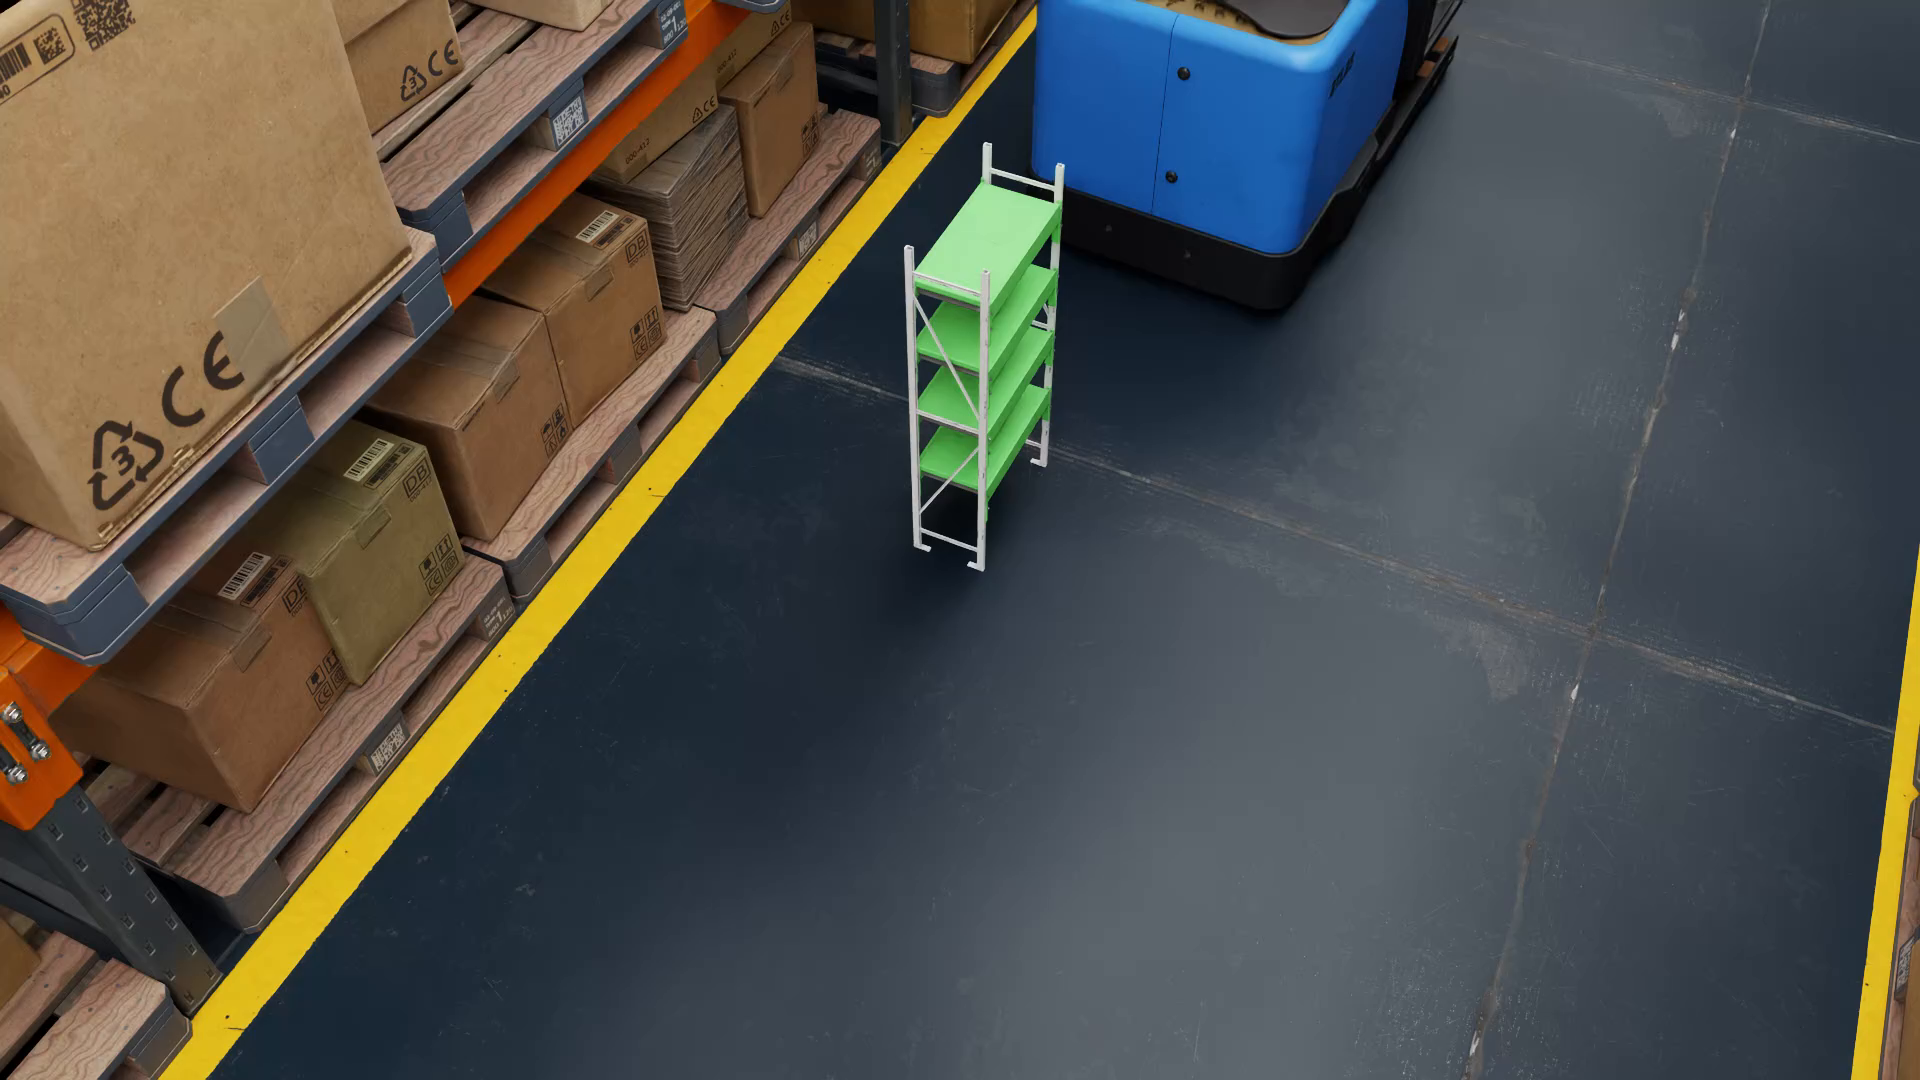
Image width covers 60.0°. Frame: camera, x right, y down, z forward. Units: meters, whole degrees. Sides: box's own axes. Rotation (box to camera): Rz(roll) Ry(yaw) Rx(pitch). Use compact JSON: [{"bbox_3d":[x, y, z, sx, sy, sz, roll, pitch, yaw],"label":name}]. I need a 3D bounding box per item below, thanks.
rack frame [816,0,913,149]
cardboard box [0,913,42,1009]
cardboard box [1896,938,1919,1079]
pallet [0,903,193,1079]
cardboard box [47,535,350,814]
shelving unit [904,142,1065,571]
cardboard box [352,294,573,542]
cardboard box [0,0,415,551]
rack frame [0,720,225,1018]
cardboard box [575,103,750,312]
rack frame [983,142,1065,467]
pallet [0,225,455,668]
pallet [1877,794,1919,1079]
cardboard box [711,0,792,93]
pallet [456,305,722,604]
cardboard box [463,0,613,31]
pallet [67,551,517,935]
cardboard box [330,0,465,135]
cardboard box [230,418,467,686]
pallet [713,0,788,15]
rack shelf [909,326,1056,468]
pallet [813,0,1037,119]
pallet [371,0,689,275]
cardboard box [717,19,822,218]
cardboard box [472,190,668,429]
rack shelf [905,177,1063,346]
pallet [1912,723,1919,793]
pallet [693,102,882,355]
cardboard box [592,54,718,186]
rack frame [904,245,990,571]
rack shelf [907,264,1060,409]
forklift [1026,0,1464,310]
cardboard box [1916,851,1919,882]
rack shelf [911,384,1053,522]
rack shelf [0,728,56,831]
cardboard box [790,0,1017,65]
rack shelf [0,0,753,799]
[{"bbox_3d":[-0.666,-2.719,5.594,1.000,3.000,0.127,20,52,16],"label":"rack frame"},{"bbox_3d":[-2.582,0.971,3.819,0.500,0.500,0.500,18,52,15],"label":"cardboard box"},{"bbox_3d":[2.666,1.192,3.468,1.050,0.750,0.750,20,52,16],"label":"cardboard box"},{"bbox_3d":[-2.630,1.413,3.909,1.003,0.211,1.213,20,52,16],"label":"pallet"},{"bbox_3d":[-2.093,0.287,4.389,0.700,0.500,0.500,16,52,13],"label":"cardboard box"},{"bbox_3d":[0.071,-0.503,4.890,0.258,1.200,0.503,20,52,16],"label":"shelving unit"},{"bbox_3d":[-1.634,-0.421,4.991,0.700,0.500,0.500,16,51,13],"label":"cardboard box"},{"bbox_3d":[-1.909,-0.797,3.289,1.000,1.000,1.000,20,53,16],"label":"cardboard box"},{"bbox_3d":[-2.375,0.035,3.251,1.000,3.000,0.127,20,52,16],"label":"rack frame"},{"bbox_3d":[-1.160,-1.198,5.652,0.700,0.500,0.500,16,51,13],"label":"cardboard box"},{"bbox_3d":[0.175,-0.671,5.033,0.240,1.200,0.015,20,52,16],"label":"rack frame"},{"bbox_3d":[-1.917,-0.382,3.731,1.003,0.211,1.213,20,52,16],"label":"pallet"},{"bbox_3d":[2.848,1.223,4.071,1.003,0.211,1.213,20,52,16],"label":"pallet"},{"bbox_3d":[-0.925,-1.824,5.692,0.500,0.250,0.500,22,53,18],"label":"cardboard box"},{"bbox_3d":[-1.524,-0.441,5.487,1.003,0.211,1.213,20,52,16],"label":"pallet"},{"bbox_3d":[-1.134,-1.576,4.434,0.396,0.266,0.258,18,52,15],"label":"cardboard box"},{"bbox_3d":[-2.044,0.402,4.769,1.003,0.211,1.213,20,52,16],"label":"pallet"},{"bbox_3d":[-1.718,-1.358,4.093,0.797,0.503,0.637,25,54,20],"label":"cardboard box"},{"bbox_3d":[-1.872,-0.036,4.663,0.700,0.500,0.500,20,52,16],"label":"cardboard box"},{"bbox_3d":[-0.874,-2.132,5.220,1.213,0.211,1.003,20,52,16],"label":"pallet"},{"bbox_3d":[0.071,-0.461,4.939,0.258,0.148,0.480,20,52,16],"label":"rack shelf"},{"bbox_3d":[-0.261,-2.334,7.098,1.003,0.211,1.213,20,52,16],"label":"pallet"},{"bbox_3d":[-1.475,-1.281,4.496,1.003,0.211,1.213,20,52,16],"label":"pallet"},{"bbox_3d":[-0.934,-1.584,5.981,0.700,0.500,0.500,17,52,14],"label":"cardboard box"},{"bbox_3d":[-1.395,-0.805,5.318,0.700,0.500,0.500,24,54,19],"label":"cardboard box"},{"bbox_3d":[0.071,-0.772,4.573,0.258,0.148,0.480,20,52,16],"label":"rack shelf"},{"bbox_3d":[3.370,0.386,4.783,1.003,0.211,1.213,20,52,16],"label":"pallet"},{"bbox_3d":[-1.001,-1.278,6.199,1.003,0.211,1.213,20,52,16],"label":"pallet"},{"bbox_3d":[-1.142,-1.455,5.379,0.500,0.250,0.500,25,54,20],"label":"cardboard box"},{"bbox_3d":[-0.034,-0.335,4.747,0.240,1.200,0.015,20,52,16],"label":"rack frame"},{"bbox_3d":[0.071,-0.617,4.756,0.258,0.148,0.480,20,52,16],"label":"rack shelf"},{"bbox_3d":[1.389,-2.886,5.781,1.130,2.935,3.031,23,53,18],"label":"forklift"},{"bbox_3d":[3.064,0.550,4.014,1.050,0.750,0.750,21,53,17],"label":"cardboard box"},{"bbox_3d":[0.071,-0.306,5.121,0.258,0.148,0.480,20,52,16],"label":"rack shelf"},{"bbox_3d":[-3.229,1.645,2.353,1.077,0.370,4.000,20,52,16],"label":"rack shelf"},{"bbox_3d":[-0.352,-2.635,6.642,1.225,0.875,0.875,18,52,14],"label":"cardboard box"},{"bbox_3d":[-1.520,-1.109,4.697,1.077,0.370,4.000,20,52,16],"label":"rack shelf"}]
